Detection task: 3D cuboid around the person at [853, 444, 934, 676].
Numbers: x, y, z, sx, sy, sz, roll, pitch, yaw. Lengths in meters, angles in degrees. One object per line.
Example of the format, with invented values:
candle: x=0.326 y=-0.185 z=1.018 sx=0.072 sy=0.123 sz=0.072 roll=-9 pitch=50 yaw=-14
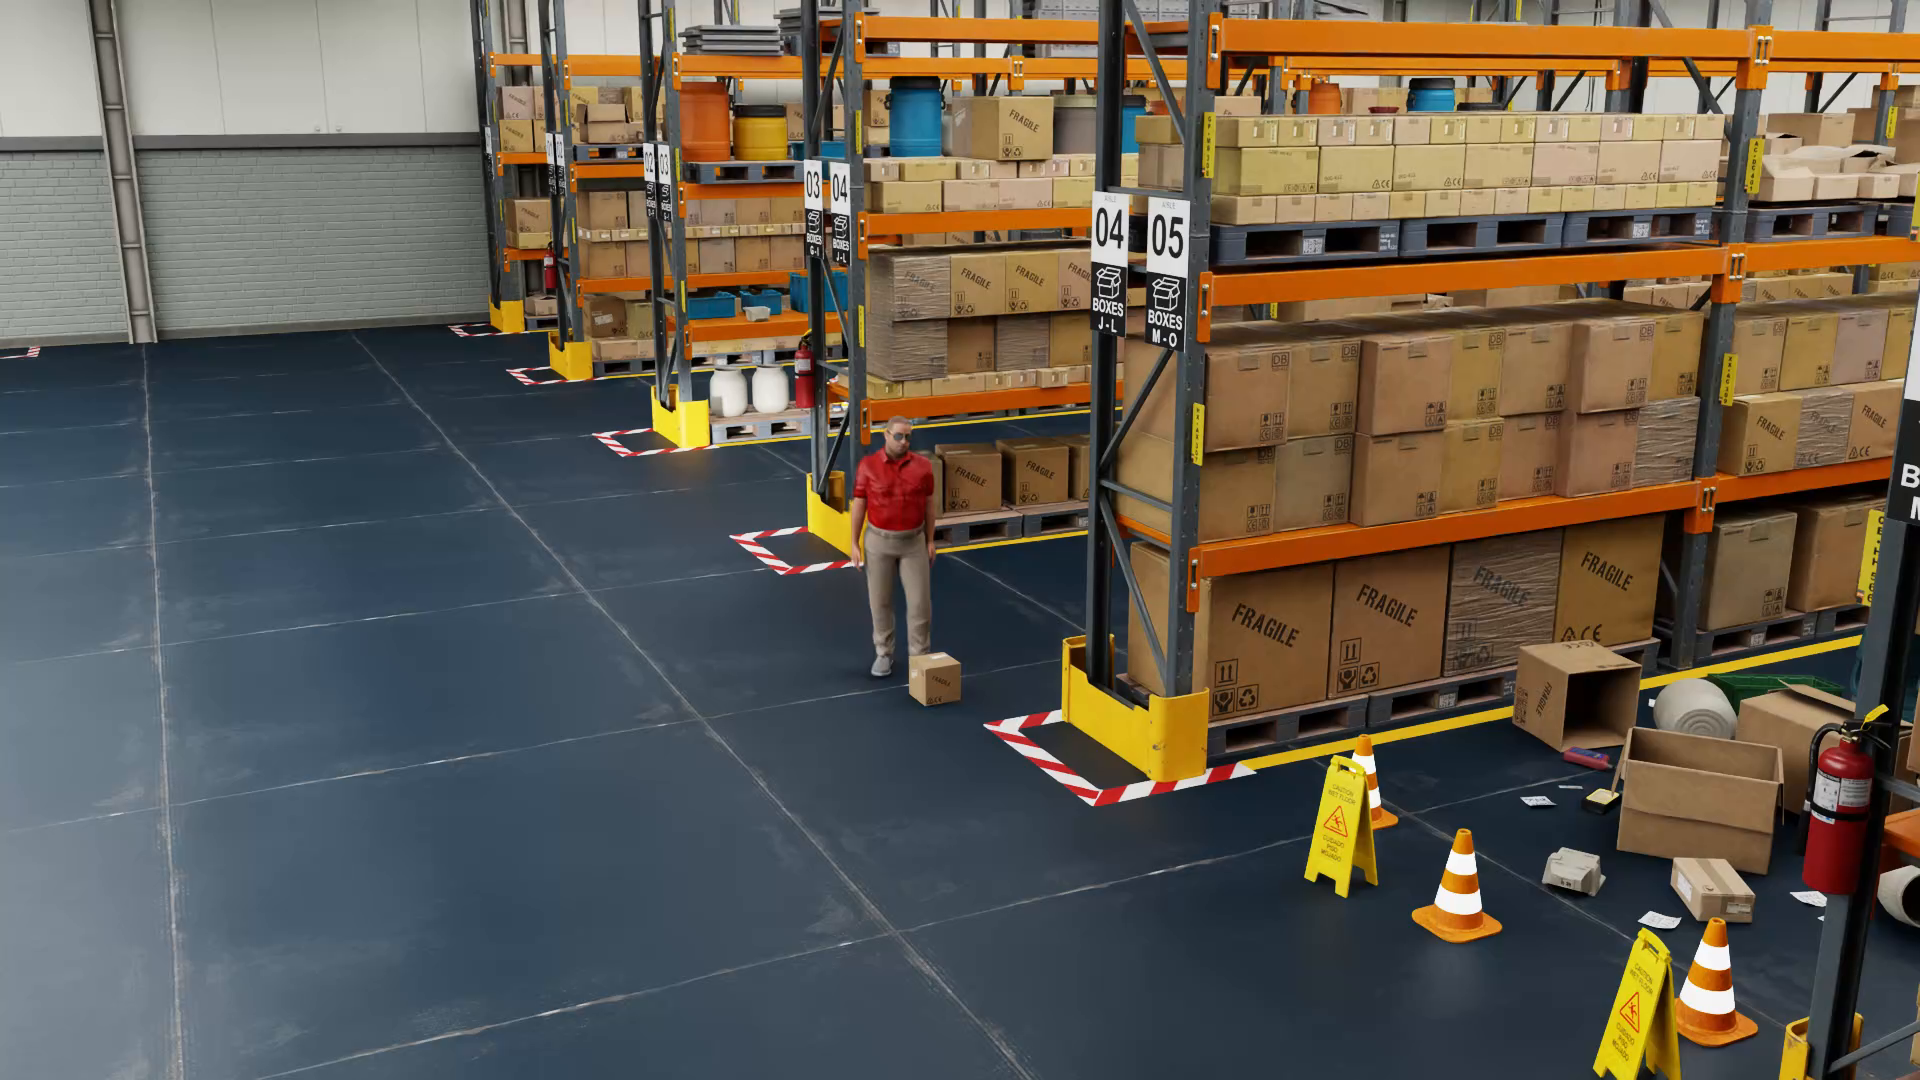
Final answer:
person: x=-0.417 y=0.180 z=10.847 sx=0.533 sy=1.588 sz=0.474 roll=-2 pitch=15 yaw=-8
